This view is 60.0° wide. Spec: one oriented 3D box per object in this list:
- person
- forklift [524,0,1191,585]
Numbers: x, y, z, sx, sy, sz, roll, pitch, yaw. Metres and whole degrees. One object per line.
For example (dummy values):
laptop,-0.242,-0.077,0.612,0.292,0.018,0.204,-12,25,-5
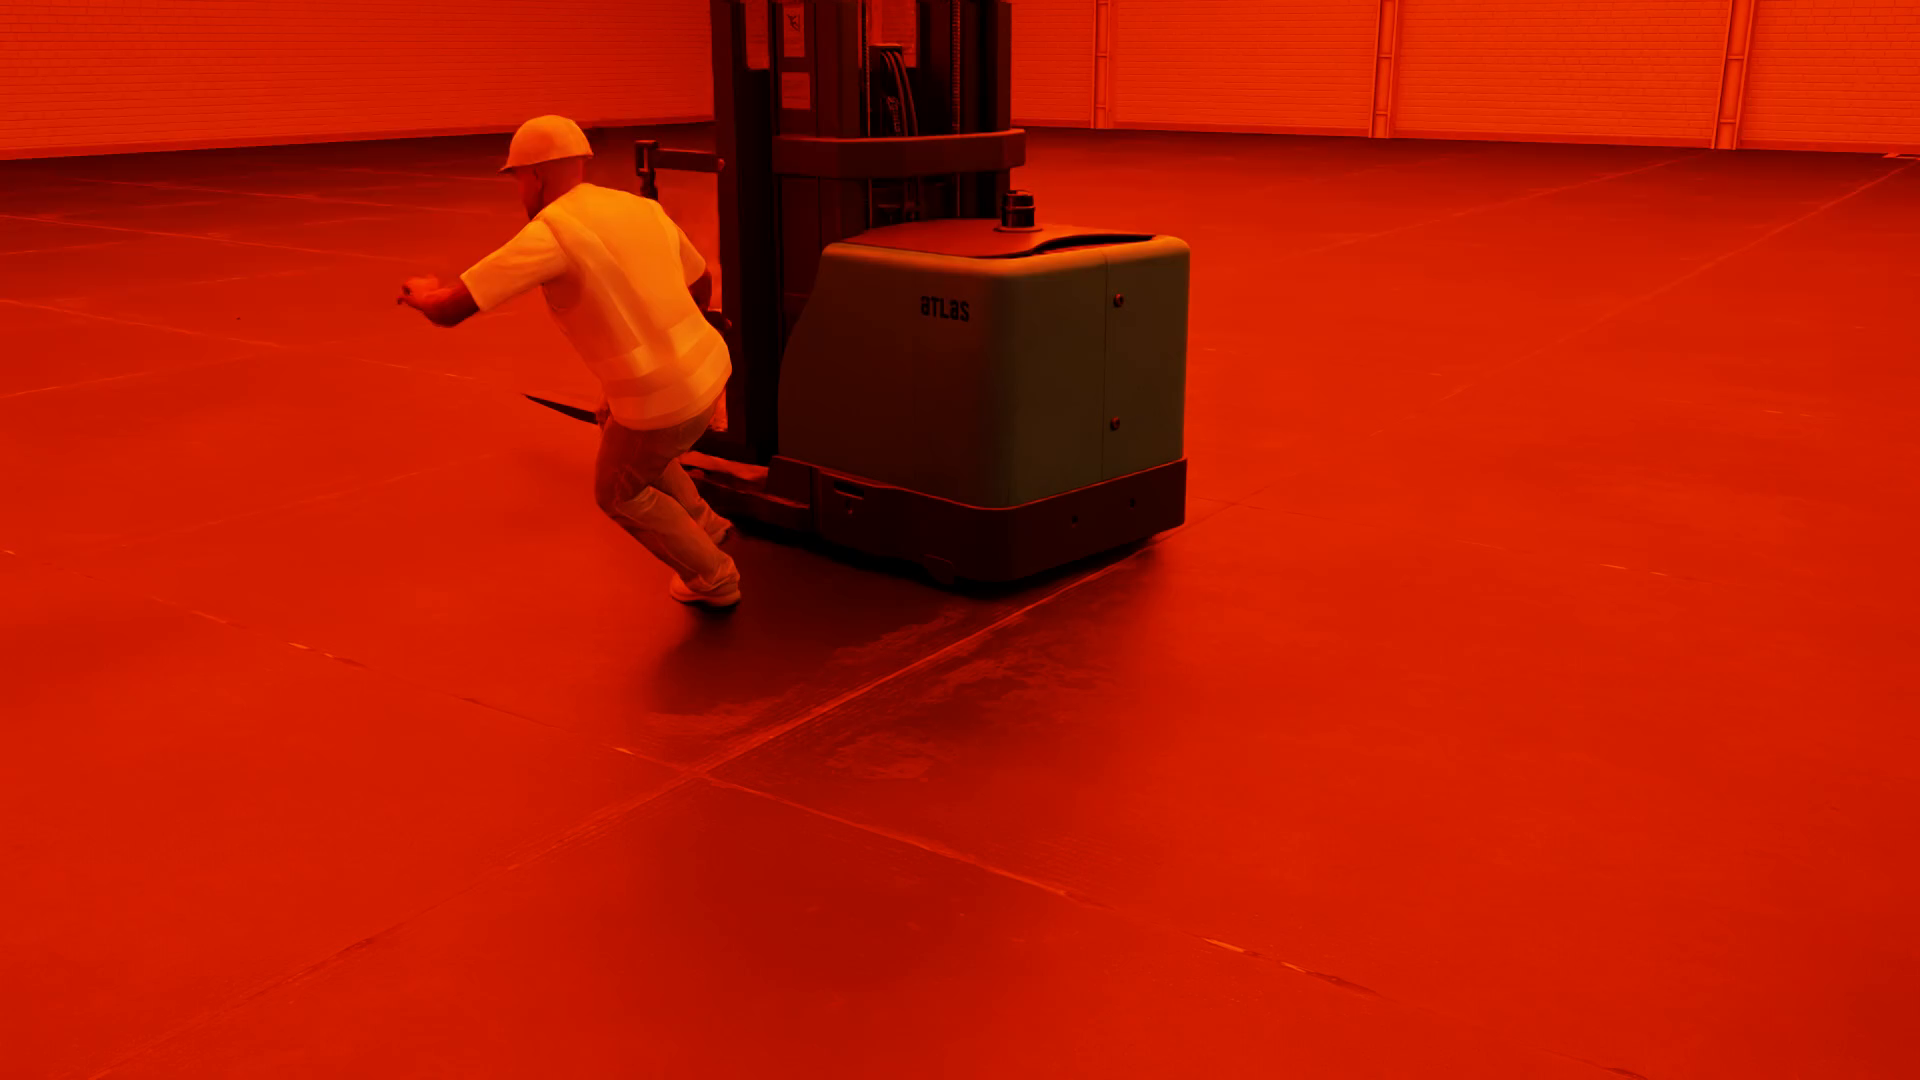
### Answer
person,-1.085,-0.498,4.981,0.929,1.517,1.089,6,18,18
forklift,-0.605,-1.599,6.181,3.031,2.935,1.130,16,23,42
